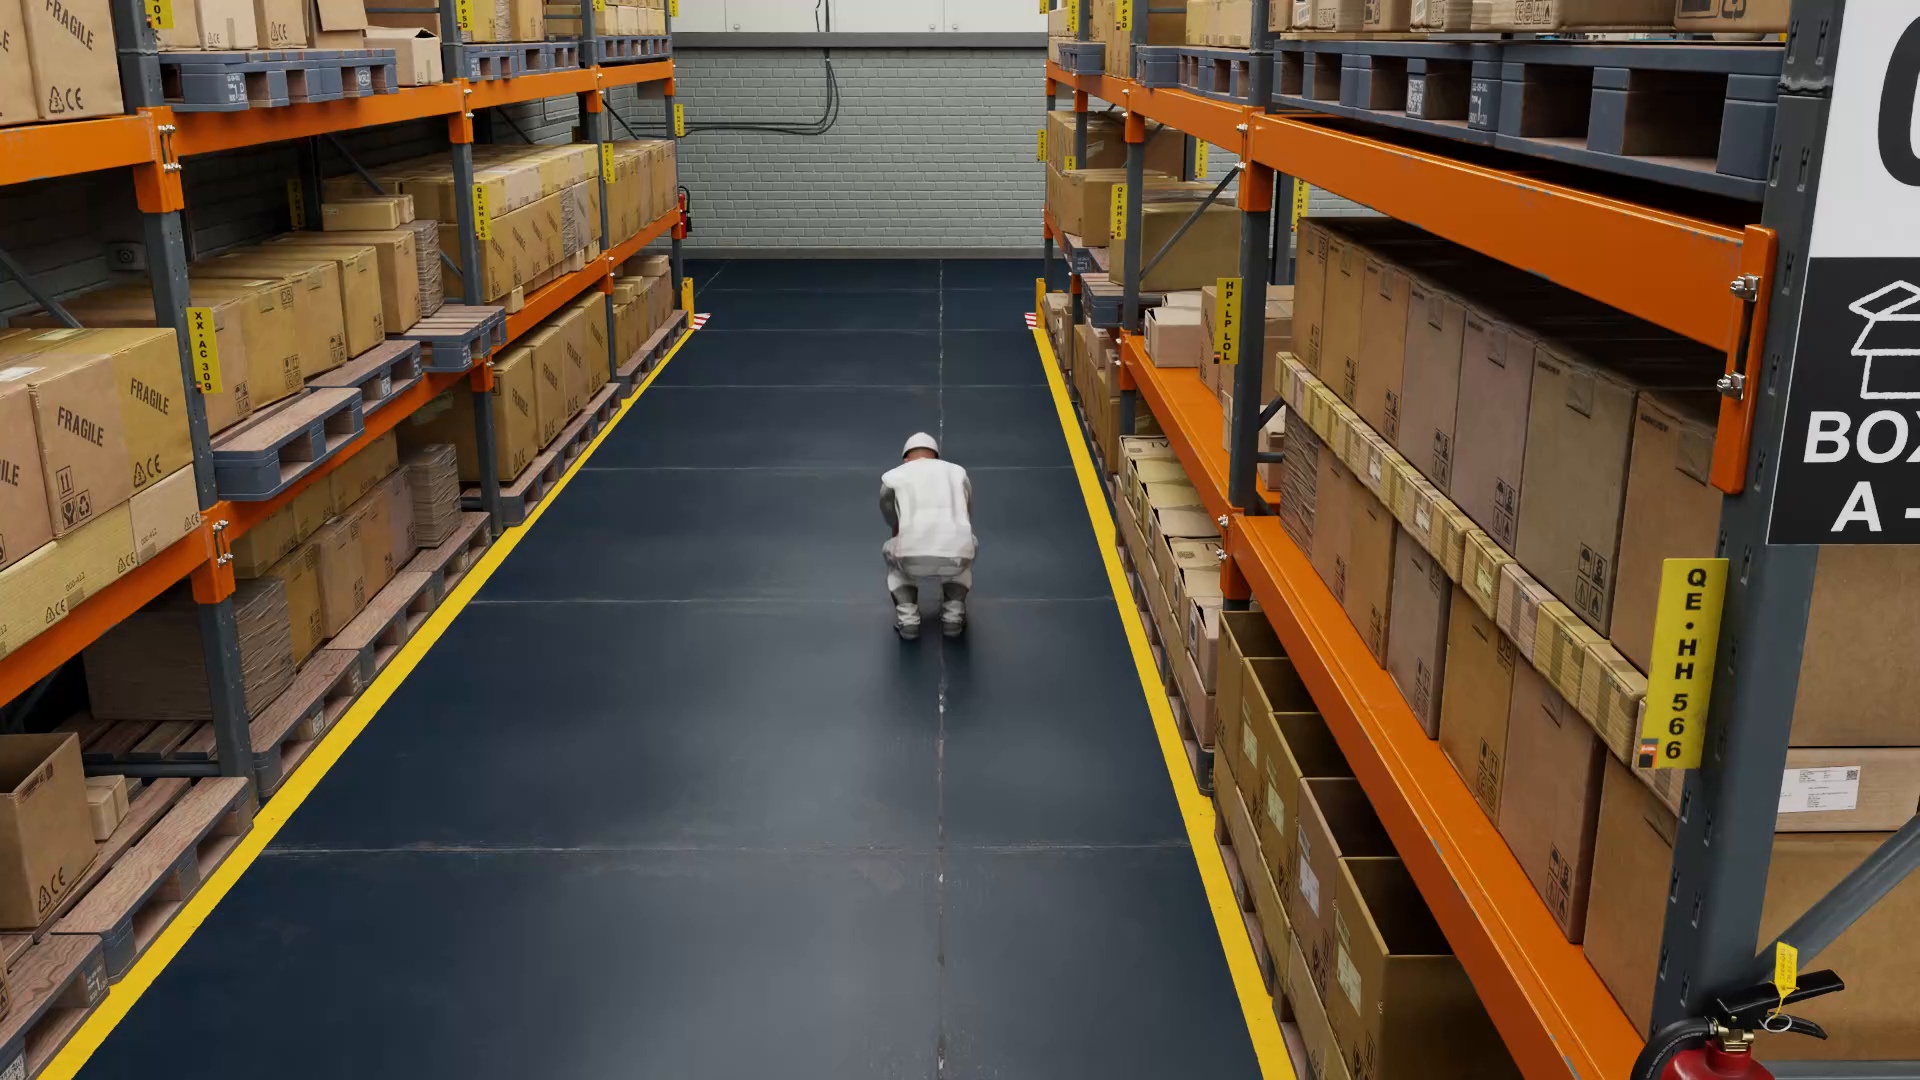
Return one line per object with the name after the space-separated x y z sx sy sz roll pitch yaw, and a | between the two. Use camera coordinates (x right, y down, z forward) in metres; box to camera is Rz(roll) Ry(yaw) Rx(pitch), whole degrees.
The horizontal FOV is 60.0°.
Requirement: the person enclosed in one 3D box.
-0.165 -0.017 8.931 0.531 0.997 0.892 -1 17 -2 | person
